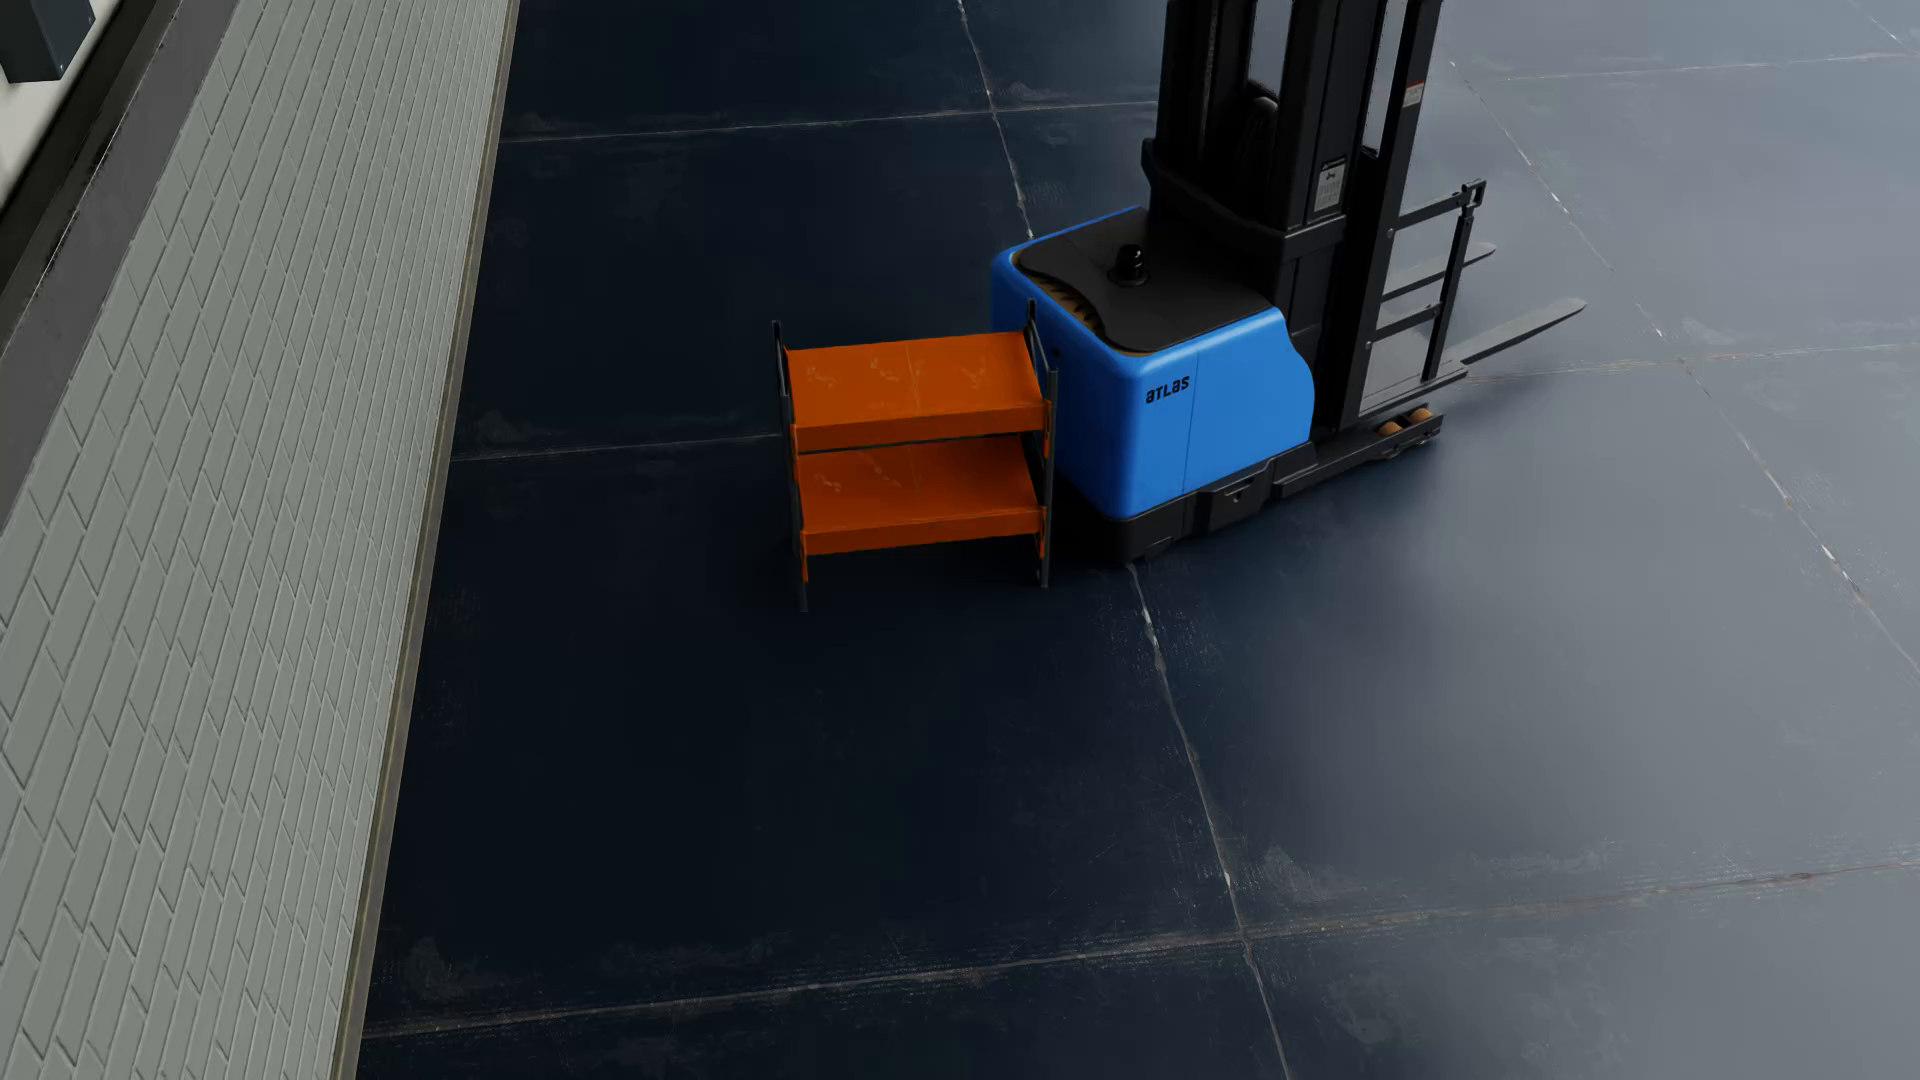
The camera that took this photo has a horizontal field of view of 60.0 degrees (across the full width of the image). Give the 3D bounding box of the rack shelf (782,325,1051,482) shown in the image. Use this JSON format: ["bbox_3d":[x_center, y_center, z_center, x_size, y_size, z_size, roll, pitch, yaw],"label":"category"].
[{"bbox_3d":[-0.184,-0.547,6.580,1.000,0.278,0.538,-6,42,-6],"label":"rack shelf"}]

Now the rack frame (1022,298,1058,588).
[{"bbox_3d":[0.319,-0.380,6.832,0.032,1.125,0.500,-6,42,-6],"label":"rack frame"}]

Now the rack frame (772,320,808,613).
[{"bbox_3d":[-0.686,-0.279,6.720,0.032,1.125,0.500,-6,42,-6],"label":"rack frame"}]

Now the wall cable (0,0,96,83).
[{"bbox_3d":[-2.114,-3.976,2.400,0.169,6.003,2.305,-5,42,-6],"label":"wall cable"}]

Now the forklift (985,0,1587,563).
[{"bbox_3d":[1.637,-1.742,6.993,3.031,2.935,1.130,-23,47,-23],"label":"forklift"}]

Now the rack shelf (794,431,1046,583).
[{"bbox_3d":[-0.184,-0.148,6.940,1.000,0.278,0.538,-6,42,-6],"label":"rack shelf"}]

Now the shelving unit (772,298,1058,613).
[{"bbox_3d":[-0.184,-0.330,6.776,1.048,1.125,0.538,-6,42,-6],"label":"shelving unit"}]
